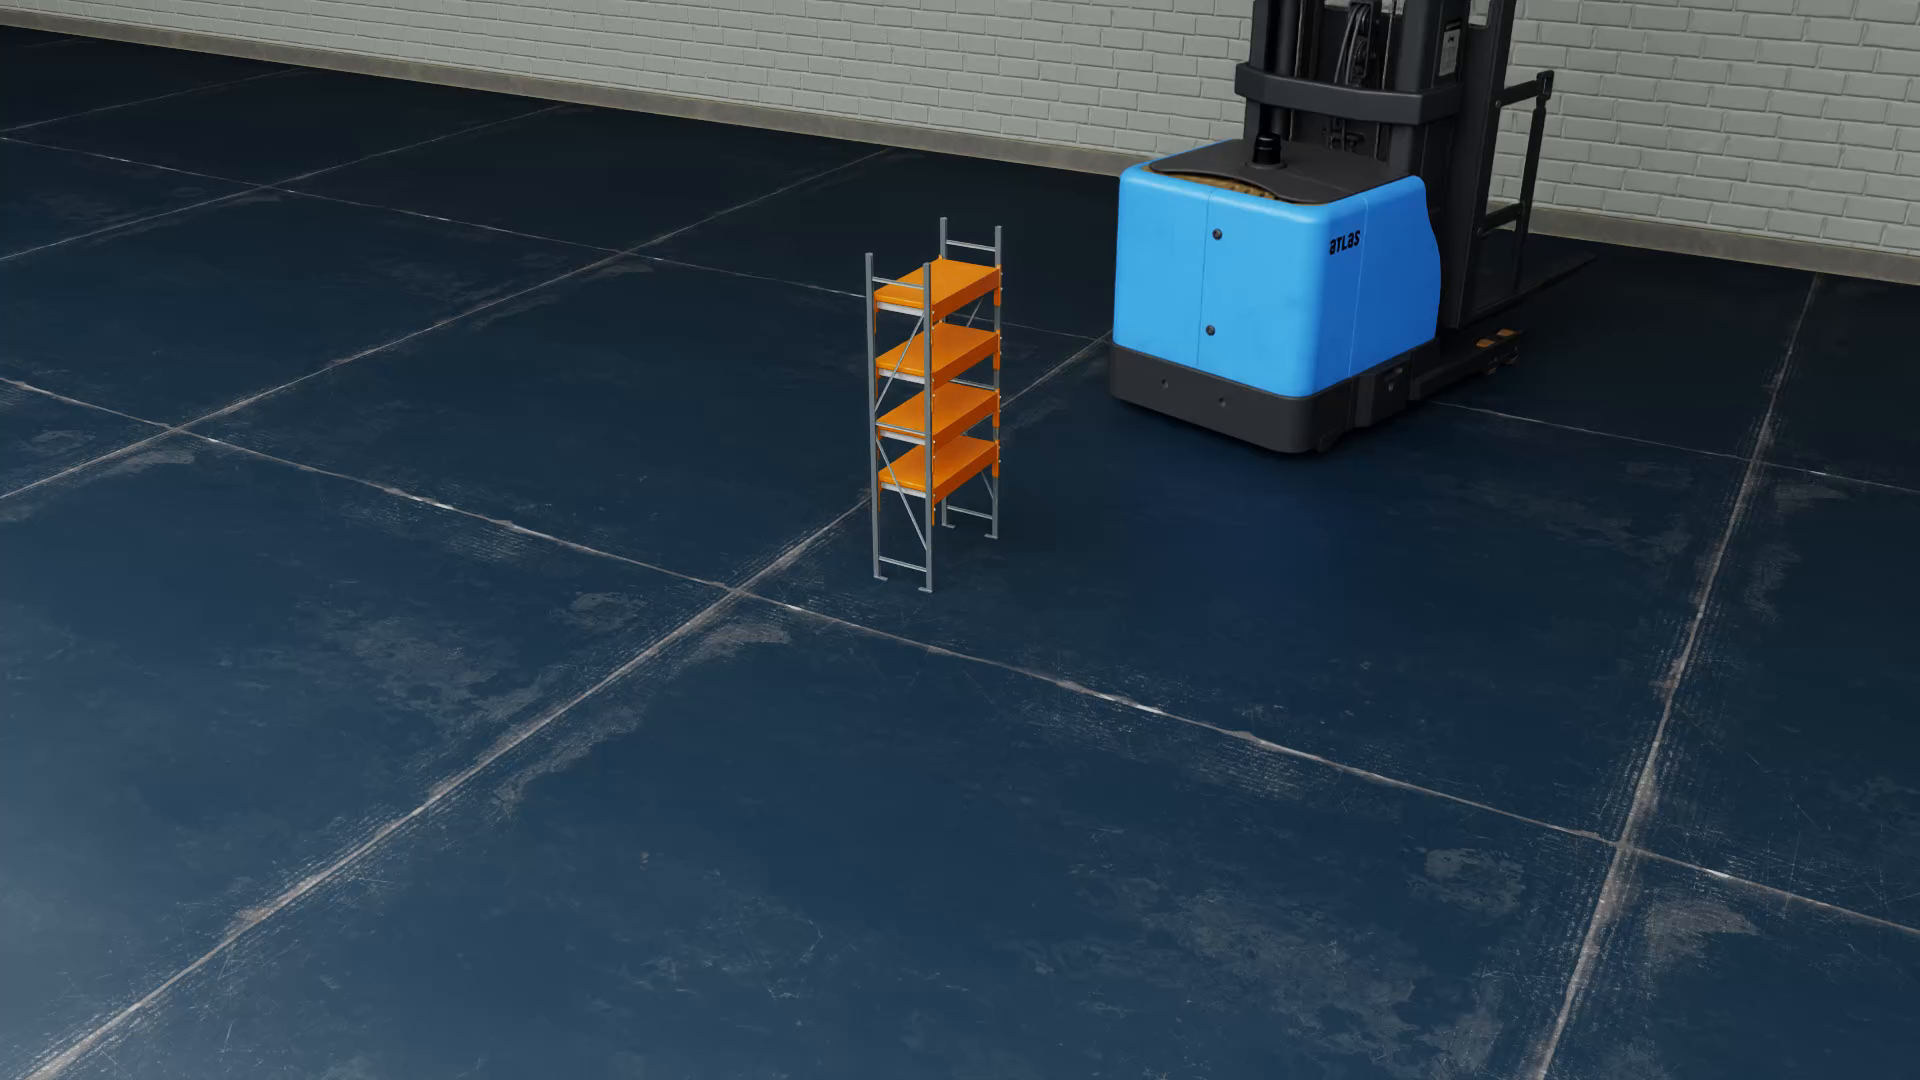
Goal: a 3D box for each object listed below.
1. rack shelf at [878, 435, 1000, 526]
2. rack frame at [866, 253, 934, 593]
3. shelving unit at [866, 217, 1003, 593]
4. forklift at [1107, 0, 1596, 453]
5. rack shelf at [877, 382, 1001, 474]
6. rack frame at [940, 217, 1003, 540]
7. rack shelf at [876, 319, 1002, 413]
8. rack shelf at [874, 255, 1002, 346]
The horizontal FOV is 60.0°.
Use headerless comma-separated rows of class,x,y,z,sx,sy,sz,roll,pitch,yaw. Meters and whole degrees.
rack shelf,-0.081,-0.234,5.972,0.258,0.148,0.480,14,30,26
rack frame,-0.201,-0.377,5.663,0.240,1.200,0.015,14,30,26
shelving unit,-0.081,-0.472,5.853,0.258,1.200,0.503,14,30,26
forklift,2.047,-2.228,7.427,1.130,2.935,3.031,24,35,39
rack shelf,-0.081,-0.412,5.883,0.258,0.148,0.480,14,30,26
rack frame,0.039,-0.567,6.043,0.240,1.200,0.015,14,30,26
rack shelf,-0.081,-0.612,5.783,0.258,0.148,0.480,14,30,26
rack shelf,-0.081,-0.823,5.677,0.258,0.148,0.480,14,30,26
